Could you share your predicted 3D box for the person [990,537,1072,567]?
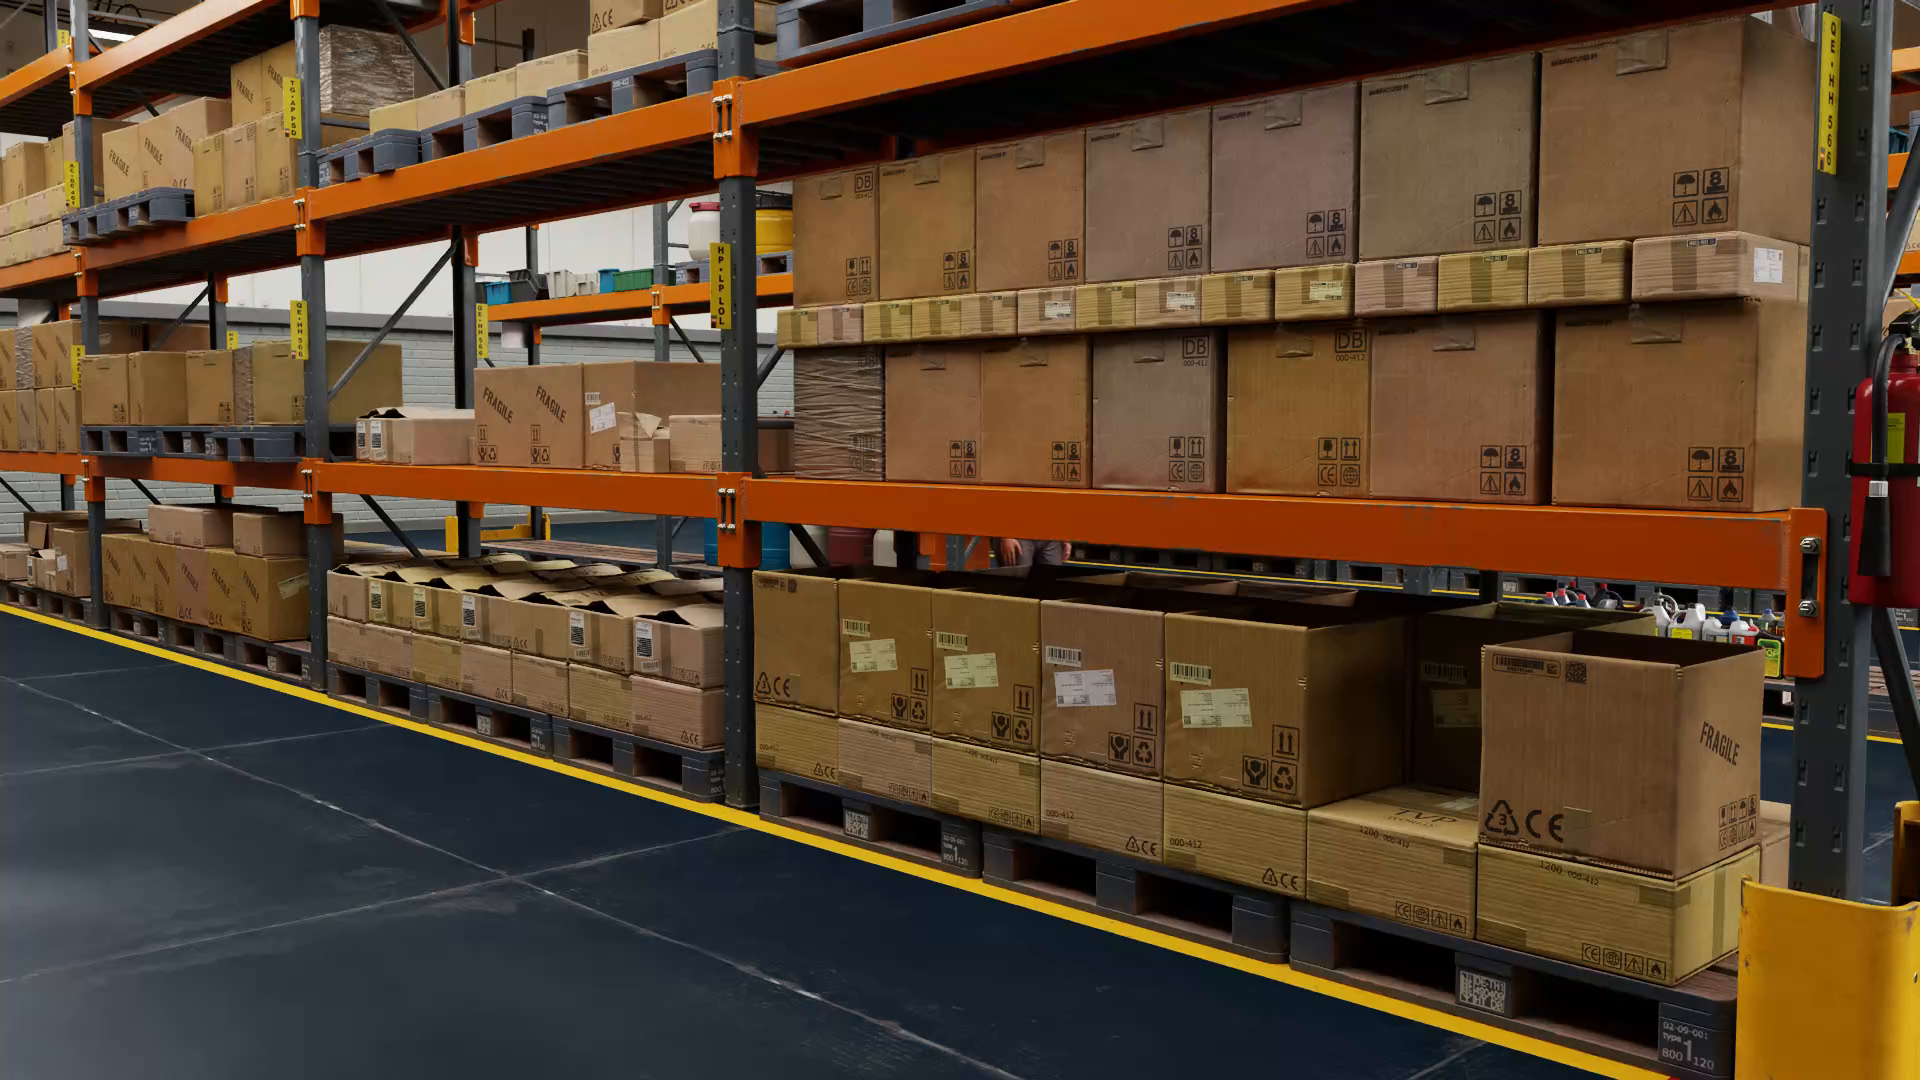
[{"bbox_3d":[0.406,0.006,9.353,0.465,1.722,0.590,4,5,44],"label":"person"}]
